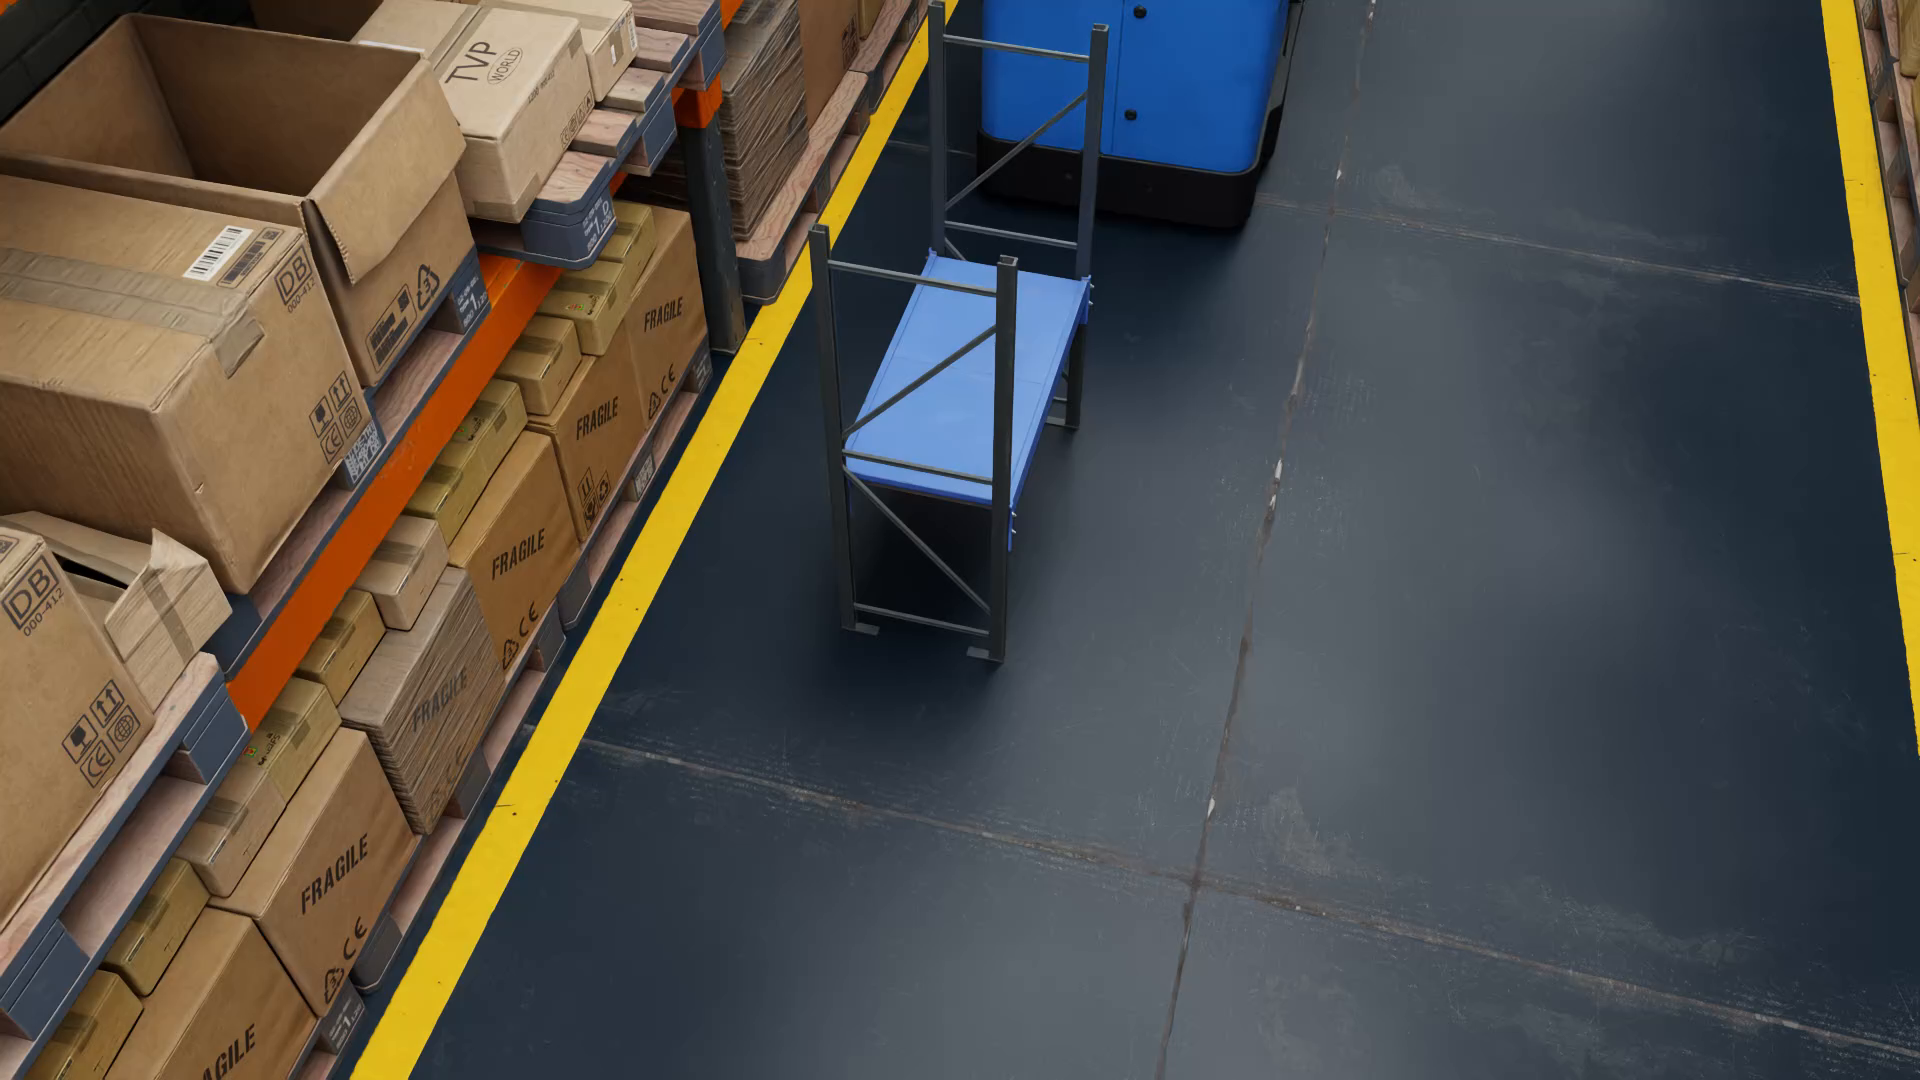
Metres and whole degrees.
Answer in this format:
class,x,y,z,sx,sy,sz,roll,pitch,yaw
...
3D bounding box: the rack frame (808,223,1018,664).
class,x,y,z,sx,sy,sz,roll,pitch,yaw
rack frame,-0.111,-0.190,4.418,0.500,1.500,0.032,12,50,10

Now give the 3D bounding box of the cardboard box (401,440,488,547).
class,x,y,z,sx,sy,sz,roll,pitch,yaw
cardboard box,-1.471,-0.148,4.335,0.380,0.149,0.250,11,49,9

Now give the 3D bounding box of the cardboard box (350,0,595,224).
class,x,y,z,sx,sy,sz,roll,pitch,yaw
cardboard box,-1.218,-1.039,3.987,0.500,0.250,0.500,9,49,8

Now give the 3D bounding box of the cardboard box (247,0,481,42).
class,x,y,z,sx,sy,sz,roll,pitch,yaw
cardboard box,-1.539,-1.608,4.321,0.500,0.500,0.500,14,50,12

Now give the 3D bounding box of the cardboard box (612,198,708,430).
class,x,y,z,sx,sy,sz,roll,pitch,yaw
cardboard box,-1.157,-0.740,5.290,0.500,0.500,0.500,13,50,11

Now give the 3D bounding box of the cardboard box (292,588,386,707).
class,x,y,z,sx,sy,sz,roll,pitch,yaw
cardboard box,-1.628,0.225,4.005,0.380,0.149,0.250,12,50,10

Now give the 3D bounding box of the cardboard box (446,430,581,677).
class,x,y,z,sx,sy,sz,roll,pitch,yaw
cardboard box,-1.434,-0.001,4.638,0.500,0.500,0.500,14,50,12

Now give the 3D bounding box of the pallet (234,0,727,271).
class,x,y,z,sx,sy,sz,roll,pitch,yaw
pallet,-1.363,-1.209,4.445,1.213,0.211,1.003,12,50,10

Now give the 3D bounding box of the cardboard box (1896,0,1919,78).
class,x,y,z,sx,sy,sz,roll,pitch,yaw
cardboard box,4.268,-2.062,6.542,0.950,0.372,0.625,14,50,12

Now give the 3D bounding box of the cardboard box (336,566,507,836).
class,x,y,z,sx,sy,sz,roll,pitch,yaw
cardboard box,-1.552,0.378,4.303,0.500,0.500,0.500,10,49,9

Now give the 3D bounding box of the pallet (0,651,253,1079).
class,x,y,z,sx,sy,sz,roll,pitch,yaw
pallet,-1.990,0.623,2.827,1.003,0.211,1.213,12,50,10

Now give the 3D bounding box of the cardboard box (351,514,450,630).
class,x,y,z,sx,sy,sz,roll,pitch,yaw
cardboard box,-1.514,0.057,4.153,0.380,0.149,0.250,9,49,8

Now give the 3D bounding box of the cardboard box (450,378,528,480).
class,x,y,z,sx,sy,sz,roll,pitch,yaw
cardboard box,-1.405,-0.329,4.494,0.380,0.149,0.250,13,50,11

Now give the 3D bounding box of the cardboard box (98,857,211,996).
class,x,y,z,sx,sy,sz,roll,pitch,yaw
cardboard box,-1.841,0.778,3.517,0.380,0.149,0.250,11,49,9

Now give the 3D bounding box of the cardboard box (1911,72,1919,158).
class,x,y,z,sx,sy,sz,roll,pitch,yaw
cardboard box,4.087,-1.559,6.098,0.950,0.372,0.625,13,50,11

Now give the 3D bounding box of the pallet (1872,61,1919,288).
class,x,y,z,sx,sy,sz,roll,pitch,yaw
pallet,4.067,-1.322,6.276,1.003,0.211,1.213,12,50,10

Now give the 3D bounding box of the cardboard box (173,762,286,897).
class,x,y,z,sx,sy,sz,roll,pitch,yaw
cardboard box,-1.739,0.605,3.670,0.380,0.149,0.250,11,50,10

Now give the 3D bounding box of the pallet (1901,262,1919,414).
class,x,y,z,sx,sy,sz,roll,pitch,yaw
pallet,3.744,-0.442,5.500,1.003,0.211,1.213,12,50,10

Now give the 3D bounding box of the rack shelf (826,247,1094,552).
class,x,y,z,sx,sy,sz,roll,pitch,yaw
rack shelf,0.022,-0.439,4.877,0.538,0.185,1.000,12,50,10

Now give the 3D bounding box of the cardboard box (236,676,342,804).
class,x,y,z,sx,sy,sz,roll,pitch,yaw
cardboard box,-1.671,0.426,3.828,0.380,0.149,0.250,13,50,11

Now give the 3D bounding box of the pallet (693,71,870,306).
class,x,y,z,sx,sy,sz,roll,pitch,yaw
pallet,-0.998,-1.442,6.382,1.003,0.211,1.213,12,50,10

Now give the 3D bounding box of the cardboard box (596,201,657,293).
class,x,y,z,sx,sy,sz,roll,pitch,yaw
cardboard box,-1.138,-0.896,4.995,0.380,0.149,0.250,9,49,8

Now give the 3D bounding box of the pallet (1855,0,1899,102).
class,x,y,z,sx,sy,sz,roll,pitch,yaw
pallet,4.386,-2.207,7.057,1.003,0.211,1.213,12,50,10

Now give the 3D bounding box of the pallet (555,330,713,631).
class,x,y,z,sx,sy,sz,roll,pitch,yaw
pallet,-1.486,-0.322,5.393,1.003,0.211,1.213,12,50,10

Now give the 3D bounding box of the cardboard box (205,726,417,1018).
class,x,y,z,sx,sy,sz,roll,pitch,yaw
cardboard box,-1.695,0.752,3.973,0.500,0.500,0.500,10,49,9

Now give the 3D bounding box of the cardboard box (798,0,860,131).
class,x,y,z,sx,sy,sz,roll,pitch,yaw
cardboard box,-0.911,-2.053,6.365,0.875,0.625,0.625,13,50,11

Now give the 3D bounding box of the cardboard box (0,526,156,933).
class,x,y,z,sx,sy,sz,roll,pitch,yaw
cardboard box,-1.826,0.264,2.670,0.700,0.500,0.500,12,50,10

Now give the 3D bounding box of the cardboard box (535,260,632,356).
class,x,y,z,sx,sy,sz,roll,pitch,yaw
cardboard box,-1.180,-0.693,4.815,0.380,0.149,0.250,9,49,8

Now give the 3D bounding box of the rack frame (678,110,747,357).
class,x,y,z,sx,sy,sz,roll,pitch,yaw
rack frame,-1.253,-1.777,4.818,1.000,3.000,0.127,12,50,10

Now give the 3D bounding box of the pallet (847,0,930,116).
class,x,y,z,sx,sy,sz,roll,pitch,yaw
pallet,-0.675,-2.322,7.158,1.003,0.211,1.213,12,50,10

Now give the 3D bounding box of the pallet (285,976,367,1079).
class,x,y,z,sx,sy,sz,roll,pitch,yaw
pallet,-2.128,1.443,3.835,1.003,0.211,1.213,12,50,10

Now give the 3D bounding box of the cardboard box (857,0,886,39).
class,x,y,z,sx,sy,sz,roll,pitch,yaw
cardboard box,-0.734,-2.540,6.795,0.875,0.625,0.625,10,49,8

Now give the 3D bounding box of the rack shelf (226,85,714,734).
class,x,y,z,sx,sy,sz,roll,pitch,yaw
rack shelf,-1.779,-0.092,3.811,1.077,0.370,4.000,12,50,10

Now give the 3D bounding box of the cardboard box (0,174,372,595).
class,x,y,z,sx,sy,sz,roll,pitch,yaw
cardboard box,-1.620,-0.304,3.171,0.700,0.500,0.500,11,50,10

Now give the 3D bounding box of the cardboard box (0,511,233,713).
class,x,y,z,sx,sy,sz,roll,pitch,yaw
cardboard box,-1.570,0.093,2.977,0.396,0.266,0.258,14,50,12

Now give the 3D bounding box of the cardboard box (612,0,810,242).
class,x,y,z,sx,sy,sz,roll,pitch,yaw
cardboard box,-1.075,-1.579,5.946,0.875,0.625,0.625,13,50,11

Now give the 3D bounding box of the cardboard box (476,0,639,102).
class,x,y,z,sx,sy,sz,roll,pitch,yaw
cardboard box,-1.055,-1.282,4.268,0.380,0.149,0.250,12,50,11

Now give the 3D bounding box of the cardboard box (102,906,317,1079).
class,x,y,z,sx,sy,sz,roll,pitch,yaw
cardboard box,-1.830,1.112,3.655,0.500,0.500,0.500,11,49,10

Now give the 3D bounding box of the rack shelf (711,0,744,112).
class,x,y,z,sx,sy,sz,roll,pitch,yaw
rack shelf,-0.726,-2.986,6.364,1.077,0.370,4.000,12,50,10

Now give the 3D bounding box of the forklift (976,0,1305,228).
class,x,y,z,sx,sy,sz,roll,pitch,yaw
forklift,0.922,-3.258,6.171,1.130,2.935,3.031,11,49,9

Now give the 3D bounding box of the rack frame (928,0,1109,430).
class,x,y,z,sx,sy,sz,roll,pitch,yaw
rack frame,0.156,-0.926,5.067,0.500,1.500,0.032,12,50,10

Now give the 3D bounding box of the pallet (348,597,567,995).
class,x,y,z,sx,sy,sz,roll,pitch,yaw
pallet,-1.809,0.558,4.617,1.003,0.211,1.213,12,50,10

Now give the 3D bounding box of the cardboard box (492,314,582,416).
class,x,y,z,sx,sy,sz,roll,pitch,yaw
cardboard box,-1.292,-0.511,4.655,0.380,0.149,0.250,10,49,9

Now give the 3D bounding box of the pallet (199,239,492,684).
class,x,y,z,sx,sy,sz,roll,pitch,yaw
pallet,-1.760,-0.306,3.647,1.003,0.211,1.213,12,50,10

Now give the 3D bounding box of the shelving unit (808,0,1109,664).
class,x,y,z,sx,sy,sz,roll,pitch,yaw
shelving unit,0.022,-0.558,4.742,0.538,1.500,1.048,12,50,10

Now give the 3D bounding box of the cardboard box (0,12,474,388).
class,x,y,z,sx,sy,sz,roll,pitch,yaw
cardboard box,-1.504,-0.733,3.547,0.797,0.503,0.637,11,49,9

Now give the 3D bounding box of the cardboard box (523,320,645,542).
class,x,y,z,sx,sy,sz,roll,pitch,yaw
cardboard box,-1.298,-0.381,4.972,0.500,0.500,0.500,11,49,9

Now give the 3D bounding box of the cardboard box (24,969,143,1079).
class,x,y,z,sx,sy,sz,roll,pitch,yaw
cardboard box,-1.900,0.979,3.339,0.380,0.149,0.250,9,49,8
